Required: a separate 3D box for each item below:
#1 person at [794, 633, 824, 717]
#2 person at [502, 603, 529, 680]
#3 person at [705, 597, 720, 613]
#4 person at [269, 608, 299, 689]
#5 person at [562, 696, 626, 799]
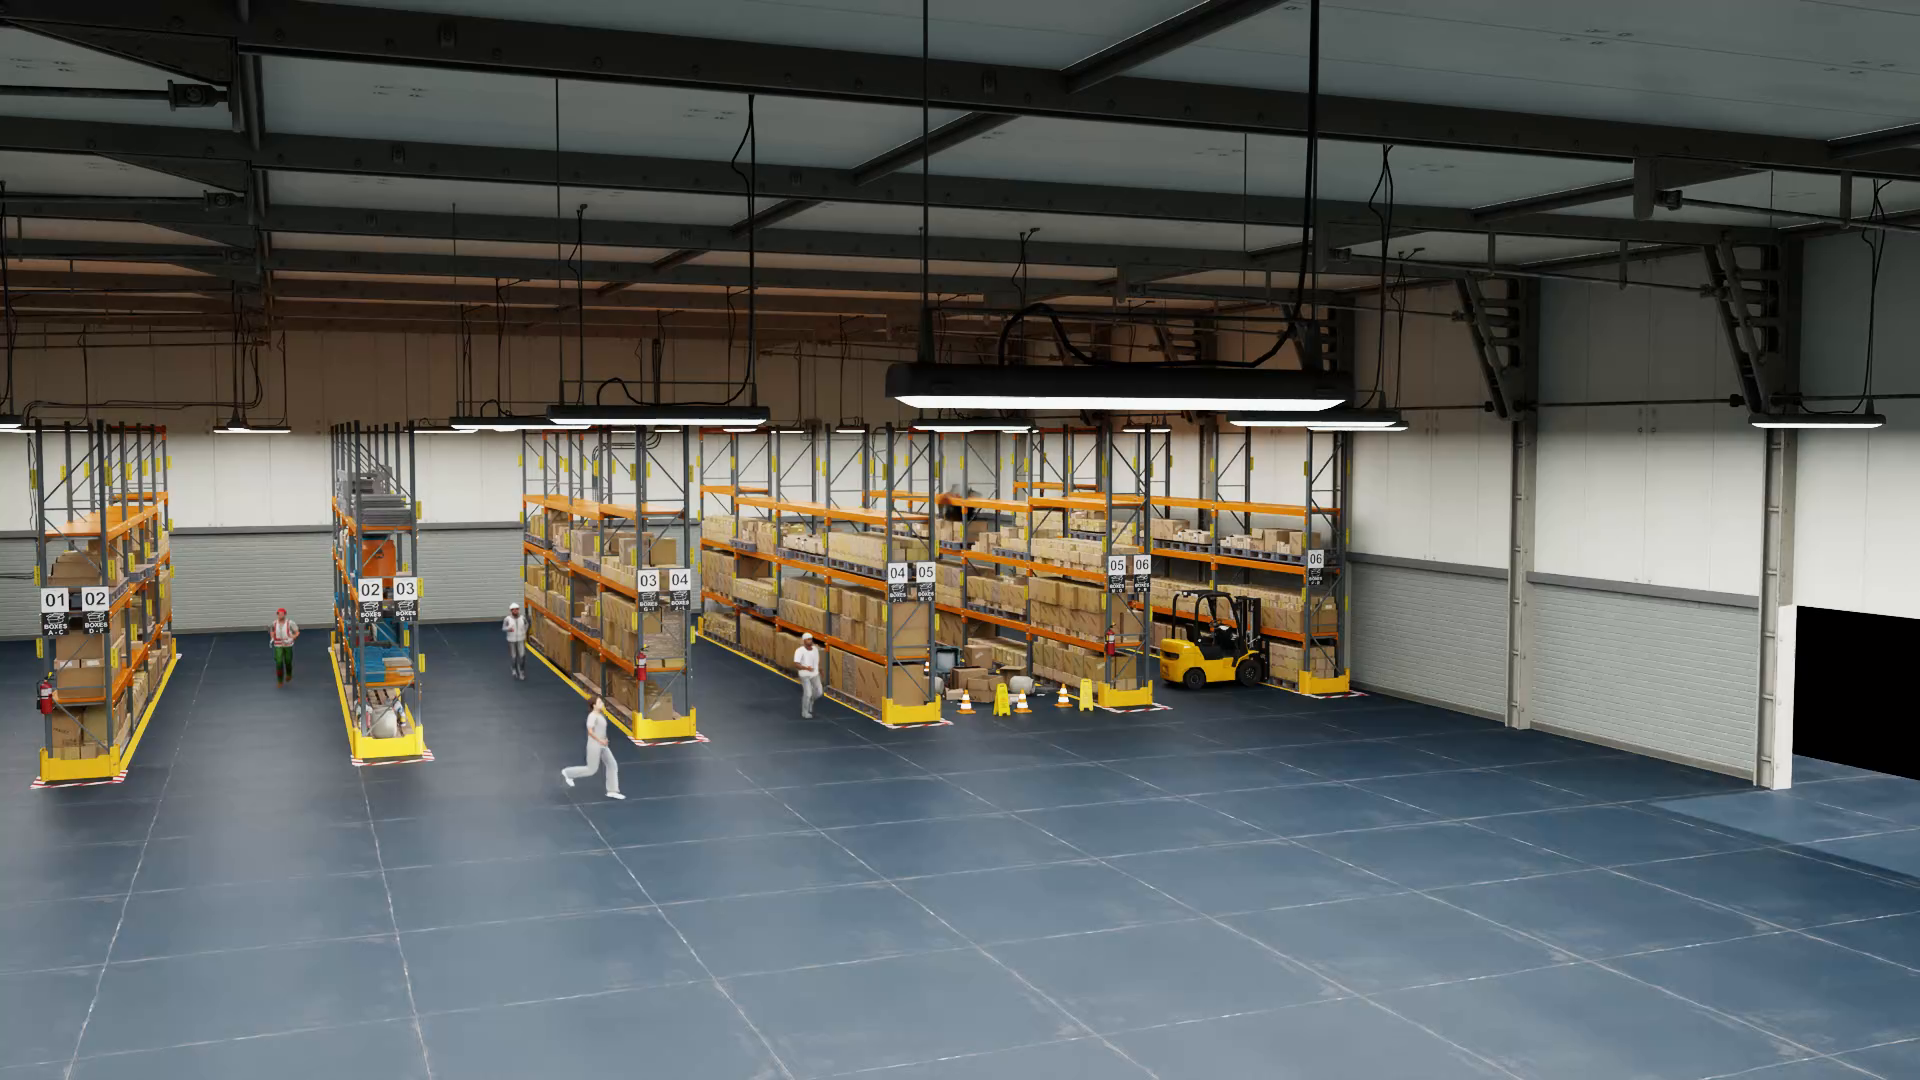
[{"bbox_3d":[-3.035,2.748,33.762,0.692,1.722,0.582,-3,5,-40],"label":"person"},{"bbox_3d":[-10.467,2.398,39.190,0.638,1.835,0.777,-1,4,-20],"label":"person"},{"bbox_3d":[-7.363,1.823,49.427,0.506,1.627,0.667,-2,4,-27],"label":"person"},{"bbox_3d":[-15.440,2.447,38.023,0.655,1.809,0.872,-1,4,-11],"label":"person"},{"bbox_3d":[-5.782,3.281,26.289,1.008,1.652,0.545,1,4,8],"label":"person"}]
